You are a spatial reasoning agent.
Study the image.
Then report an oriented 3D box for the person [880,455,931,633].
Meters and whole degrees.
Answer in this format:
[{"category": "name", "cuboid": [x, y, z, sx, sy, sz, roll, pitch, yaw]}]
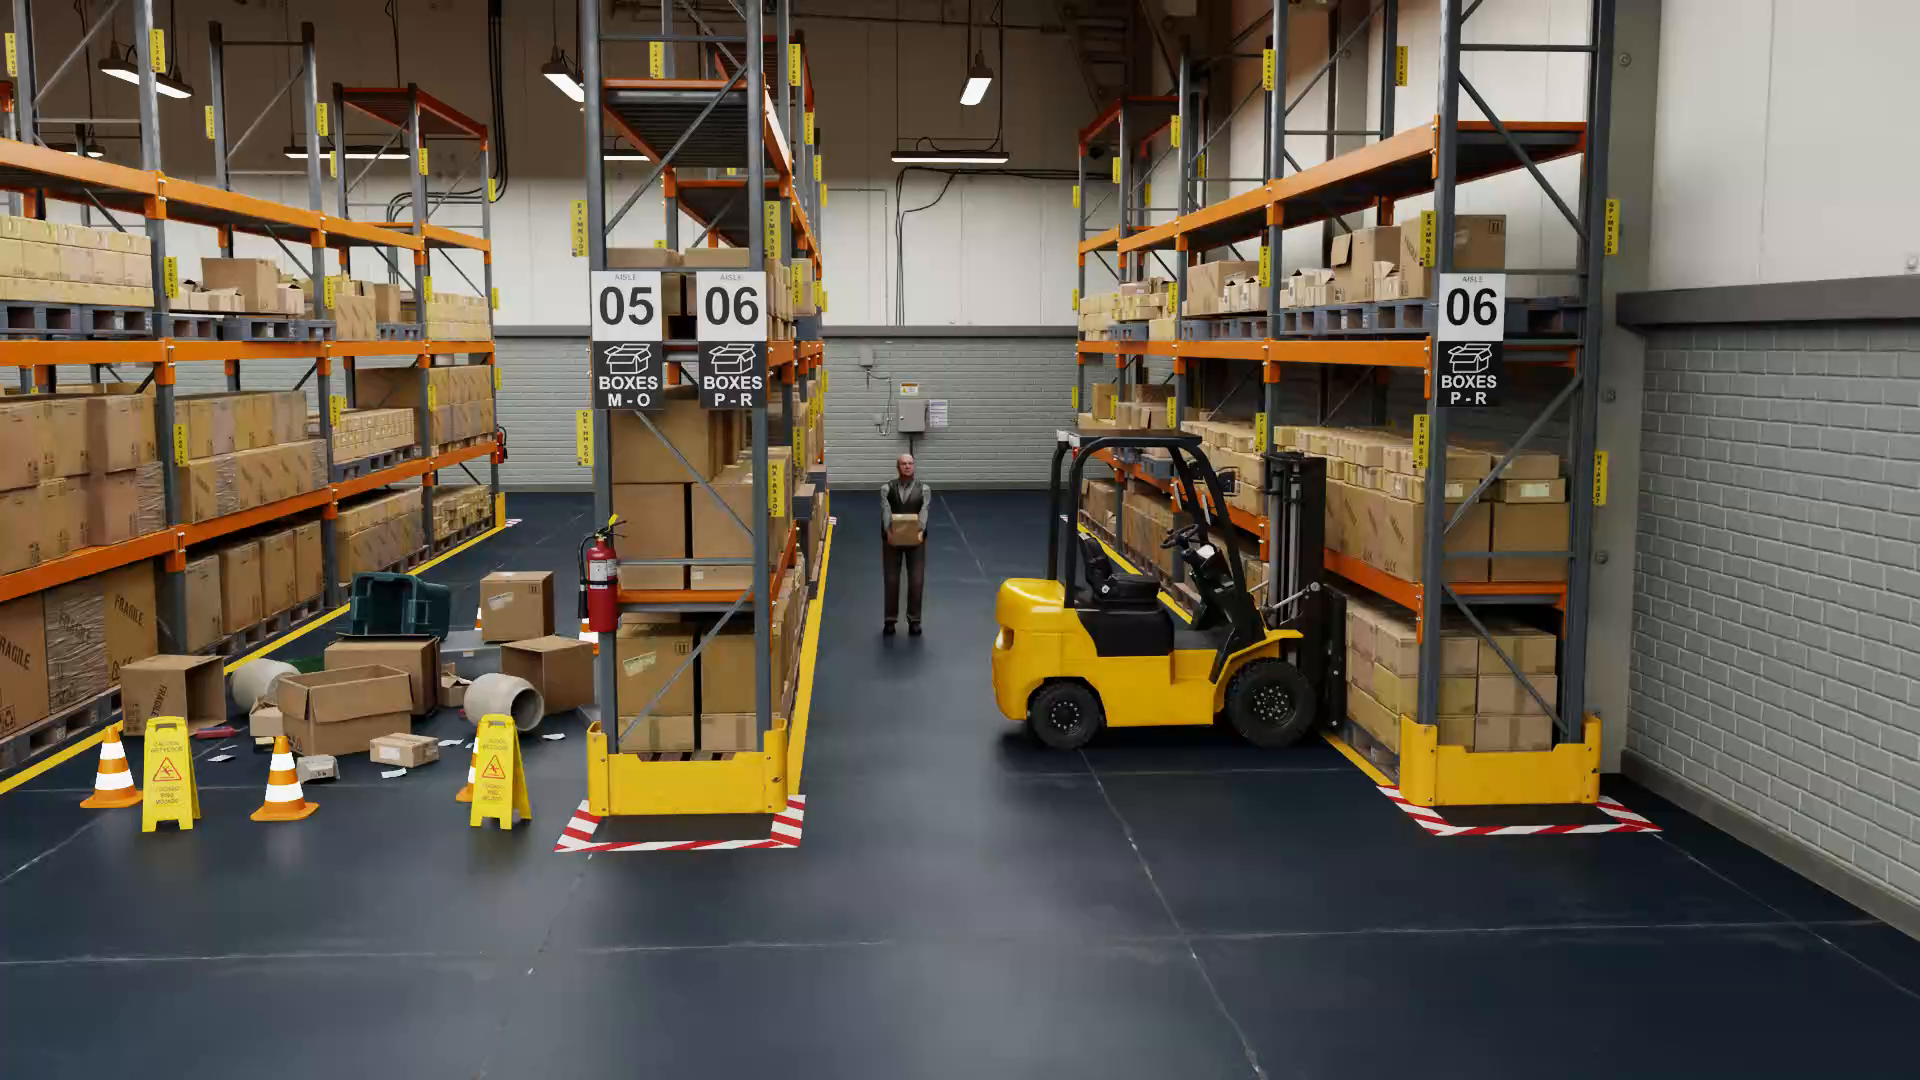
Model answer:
[{"category": "person", "cuboid": [-0.519, 0.045, 16.006, 0.494, 1.712, 0.559, 0, 7, -4]}]
